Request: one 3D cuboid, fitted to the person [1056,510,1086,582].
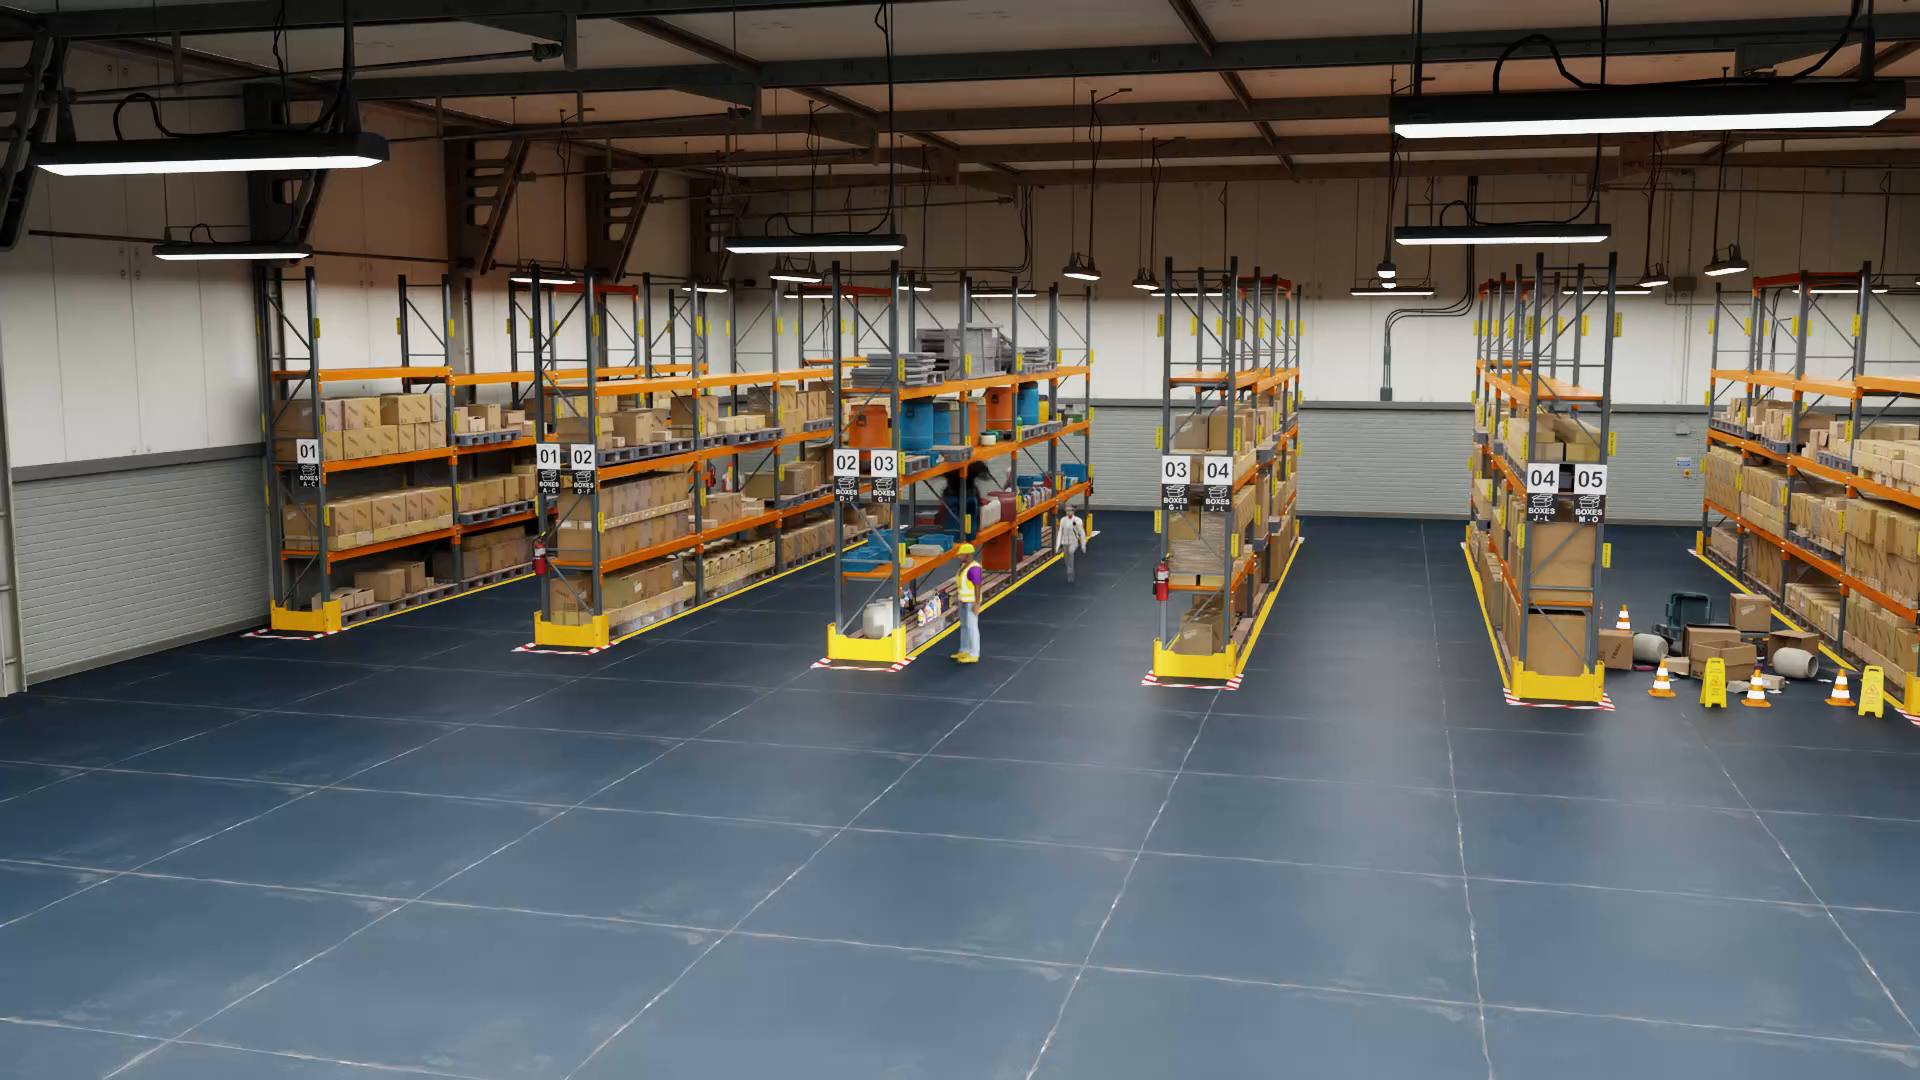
[{"bbox_3d":[2.166,0.088,32.351,0.558,1.549,0.974,2,8,18],"label":"person"}]

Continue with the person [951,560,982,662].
[{"bbox_3d":[0.093,1.061,25.137,0.427,1.521,0.583,-3,8,-23],"label":"person"}]

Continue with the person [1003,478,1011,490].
[{"bbox_3d":[1.153,-0.691,38.765,0.448,1.565,0.669,-1,7,-8],"label":"person"}]

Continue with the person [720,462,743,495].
[{"bbox_3d":[-5.588,-1.028,40.558,0.621,1.733,1.055,1,7,7],"label":"person"}]
